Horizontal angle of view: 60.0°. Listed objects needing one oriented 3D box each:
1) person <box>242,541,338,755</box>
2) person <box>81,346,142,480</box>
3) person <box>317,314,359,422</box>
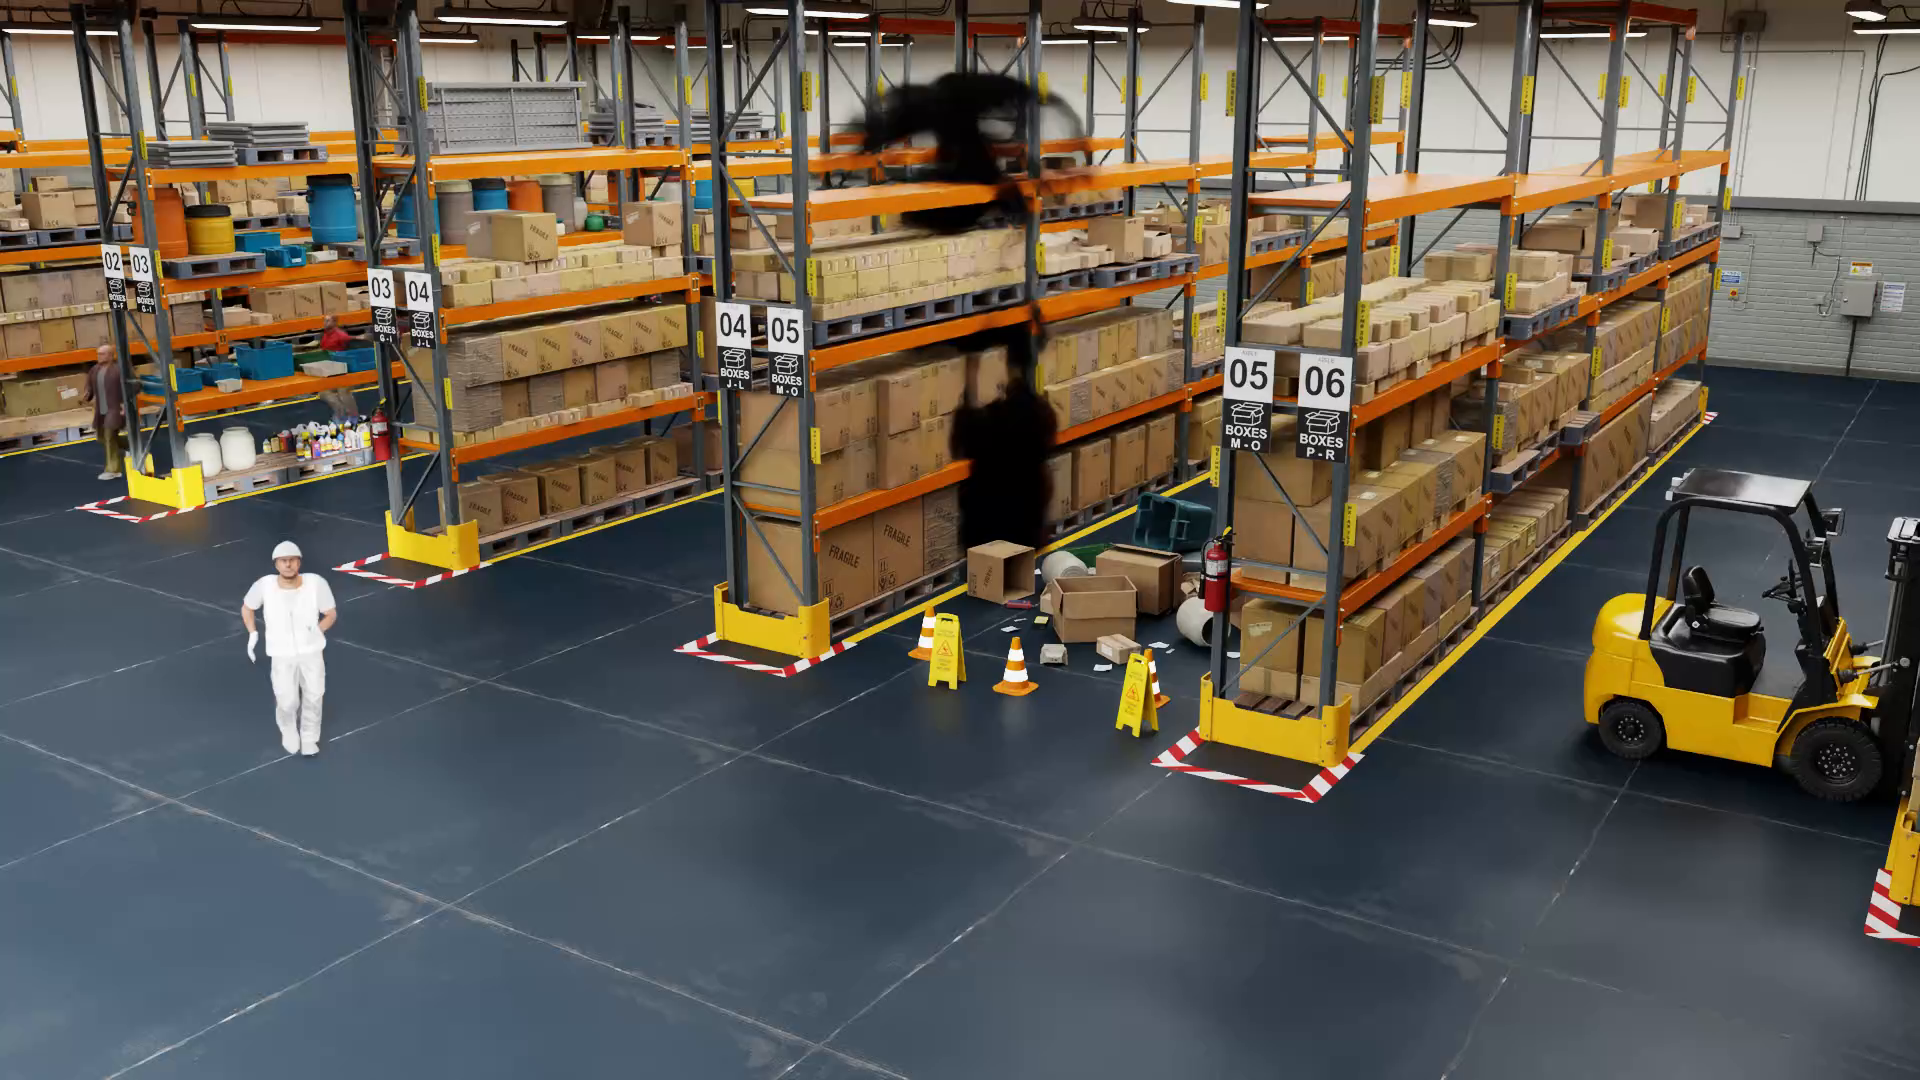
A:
[{"bbox_3d":[-5.113,0.870,12.794,0.671,1.739,0.628,-7,17,-25],"label":"person"},{"bbox_3d":[-11.251,-1.759,22.126,0.745,1.679,0.845,3,16,12],"label":"person"},{"bbox_3d":[-9.524,-2.588,25.364,0.661,1.729,0.685,8,17,26],"label":"person"}]
